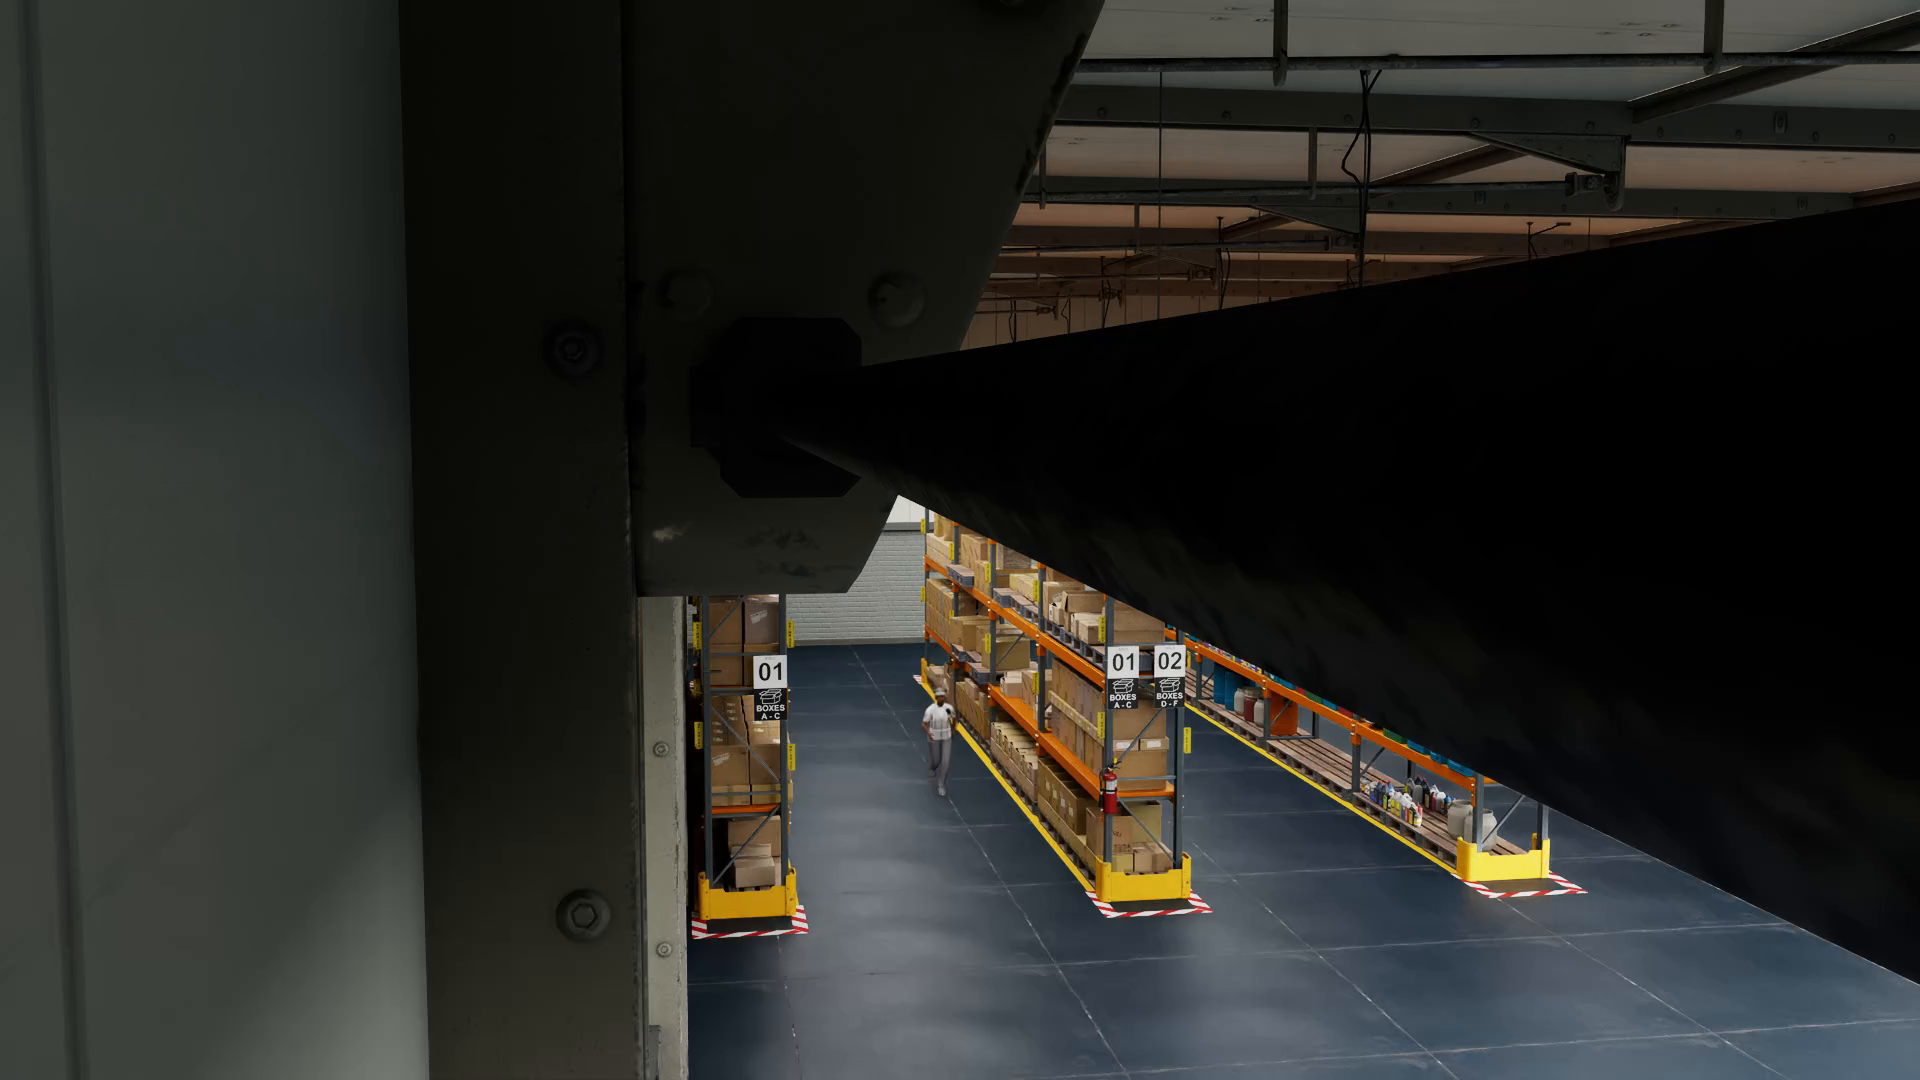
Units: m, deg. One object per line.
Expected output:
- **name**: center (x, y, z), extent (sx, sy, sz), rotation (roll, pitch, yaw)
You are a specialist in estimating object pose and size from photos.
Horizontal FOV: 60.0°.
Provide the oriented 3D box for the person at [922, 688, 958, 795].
- **person**: center (-0.312, 3.177, 26.576), extent (0.588, 1.685, 0.768), rotation (-1, 5, -9)
